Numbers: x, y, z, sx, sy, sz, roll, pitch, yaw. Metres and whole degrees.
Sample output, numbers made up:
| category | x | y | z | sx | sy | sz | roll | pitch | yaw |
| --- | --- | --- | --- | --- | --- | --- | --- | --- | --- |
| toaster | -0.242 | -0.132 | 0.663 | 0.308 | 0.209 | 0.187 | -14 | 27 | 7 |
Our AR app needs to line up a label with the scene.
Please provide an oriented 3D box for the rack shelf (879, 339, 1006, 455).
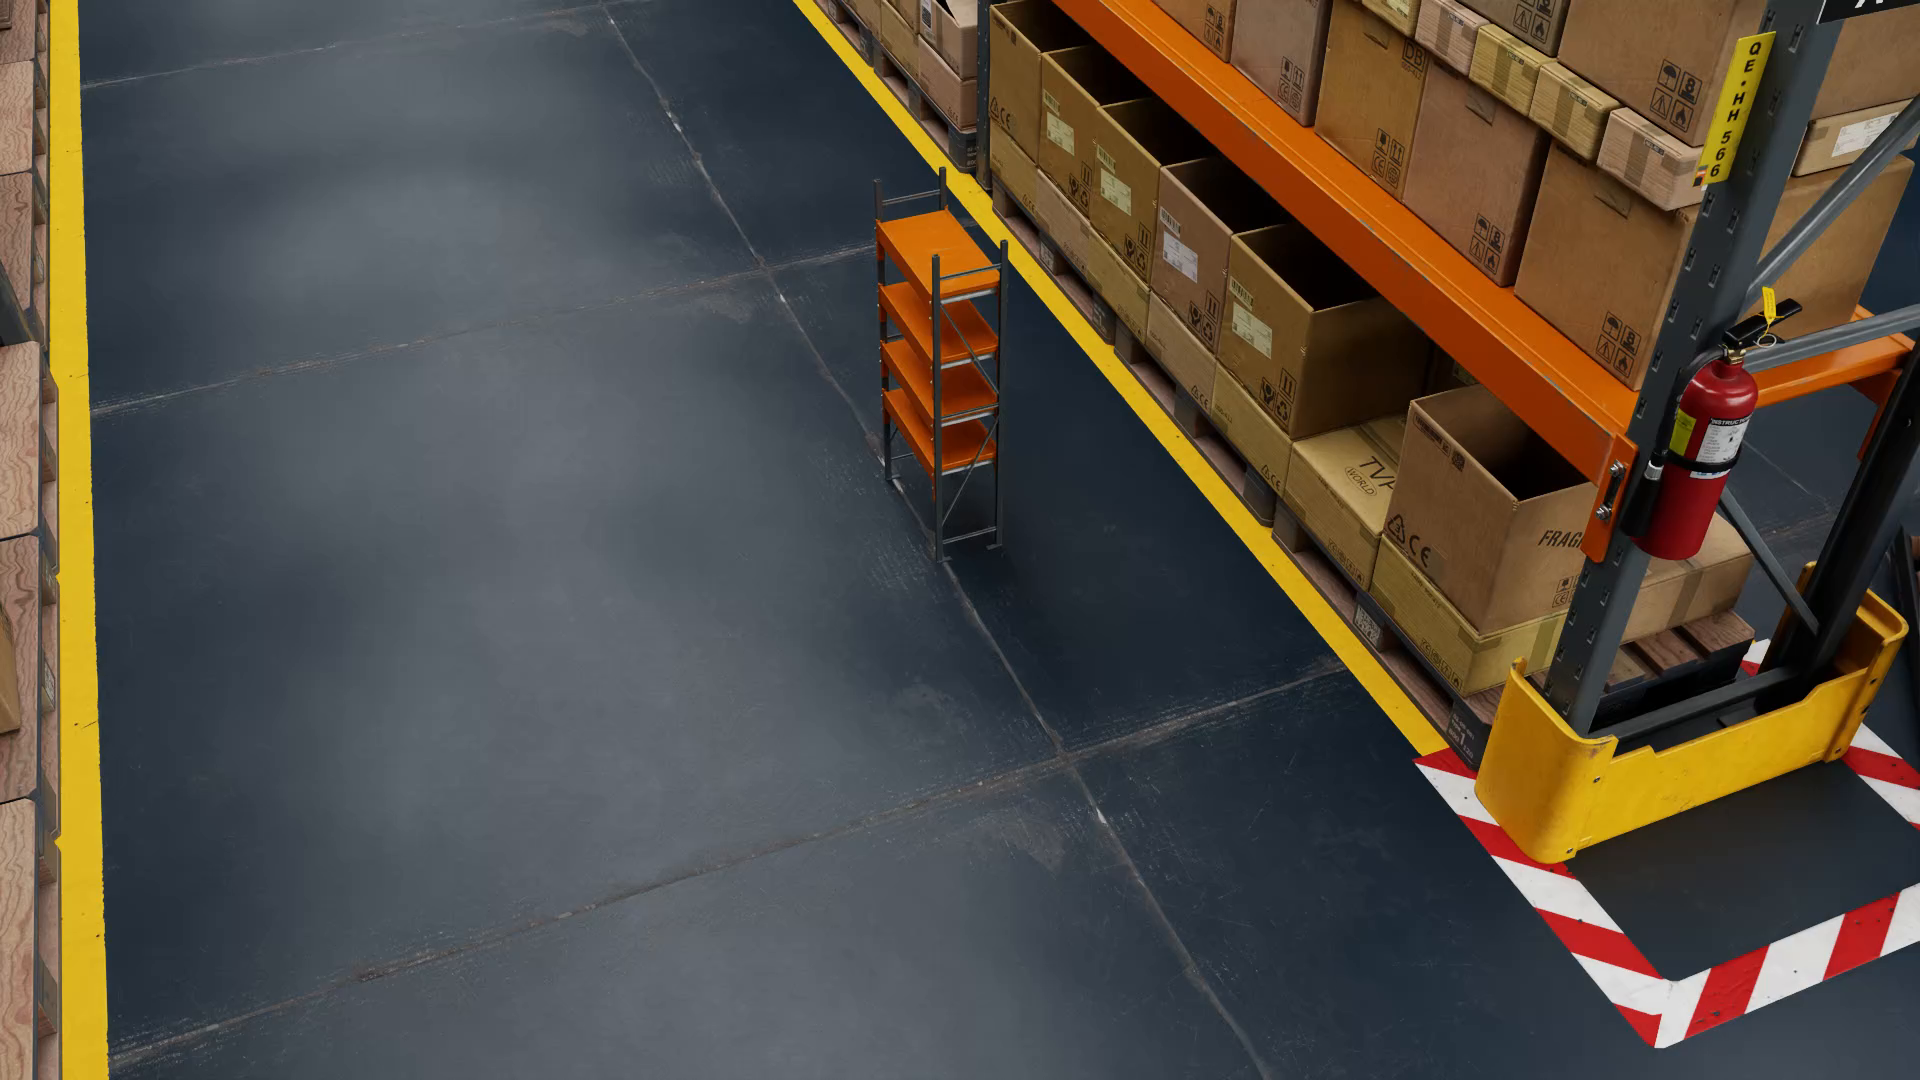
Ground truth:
| category | x | y | z | sx | sy | sz | roll | pitch | yaw |
| --- | --- | --- | --- | --- | --- | --- | --- | --- | --- |
| rack shelf | -0.063 | -0.504 | 5.519 | 0.258 | 0.148 | 0.480 | -15 | 43 | -17 |

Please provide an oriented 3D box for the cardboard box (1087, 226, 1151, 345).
| category | x | y | z | sx | sy | sz | roll | pitch | yaw |
| --- | --- | --- | --- | --- | --- | --- | --- | --- | --- |
| cardboard box | 0.828 | -1.041 | 6.446 | 0.500 | 0.250 | 0.500 | -15 | 43 | -17 |

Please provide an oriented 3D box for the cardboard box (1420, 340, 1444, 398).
| category | x | y | z | sx | sy | sz | roll | pitch | yaw |
| --- | --- | --- | --- | --- | --- | --- | --- | --- | --- |
| cardboard box | 1.693 | -0.853 | 5.652 | 0.500 | 0.500 | 0.500 | -15 | 43 | -17 |

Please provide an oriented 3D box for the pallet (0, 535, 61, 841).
| category | x | y | z | sx | sy | sz | roll | pitch | yaw |
| --- | --- | --- | --- | --- | --- | --- | --- | --- | --- |
| pallet | -3.257 | 0.543 | 4.956 | 1.003 | 0.211 | 1.213 | -15 | 43 | -17 |

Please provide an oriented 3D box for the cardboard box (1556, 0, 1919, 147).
| category | x | y | z | sx | sy | sz | roll | pitch | yaw |
| --- | --- | --- | --- | --- | --- | --- | --- | --- | --- |
| cardboard box | 1.901 | -1.320 | 3.913 | 0.700 | 0.500 | 0.500 | -15 | 43 | -17 |

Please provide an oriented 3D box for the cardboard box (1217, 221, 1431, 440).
| category | x | y | z | sx | sy | sz | roll | pitch | yaw |
| --- | --- | --- | --- | --- | --- | --- | --- | --- | --- |
| cardboard box | 1.212 | -0.723 | 5.502 | 0.500 | 0.500 | 0.500 | -15 | 43 | -17 |

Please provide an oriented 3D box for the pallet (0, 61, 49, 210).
| category | x | y | z | sx | sy | sz | roll | pitch | yaw |
| --- | --- | --- | --- | --- | --- | --- | --- | --- | --- |
| pallet | -4.787 | -1.793 | 7.673 | 1.003 | 0.211 | 1.213 | -15 | 43 | -17 |

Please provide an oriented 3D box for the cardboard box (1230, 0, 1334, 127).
| category | x | y | z | sx | sy | sz | roll | pitch | yaw |
| --- | --- | --- | --- | --- | --- | --- | --- | --- | --- |
| cardboard box | 1.327 | -1.728 | 5.383 | 0.700 | 0.500 | 0.500 | -14 | 43 | -16 |

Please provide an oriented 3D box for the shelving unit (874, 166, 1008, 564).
| category | x | y | z | sx | sy | sz | roll | pitch | yaw |
| --- | --- | --- | --- | --- | --- | --- | --- | --- | --- |
| shelving unit | -0.063 | -0.555 | 5.475 | 0.258 | 1.200 | 0.503 | -15 | 43 | -17 |

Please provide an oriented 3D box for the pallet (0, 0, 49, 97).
| category | x | y | z | sx | sy | sz | roll | pitch | yaw |
| --- | --- | --- | --- | --- | --- | --- | --- | --- | --- |
| pallet | -5.250 | -2.527 | 8.527 | 1.003 | 0.211 | 1.213 | -15 | 43 | -17 |

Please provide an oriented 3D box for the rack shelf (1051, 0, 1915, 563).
| category | x | y | z | sx | sy | sz | roll | pitch | yaw |
| --- | --- | --- | --- | --- | --- | --- | --- | --- | --- |
| rack shelf | 1.323 | -1.406 | 5.637 | 1.077 | 0.370 | 4.000 | -15 | 43 | -17 |

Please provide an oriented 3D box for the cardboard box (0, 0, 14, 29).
| category | x | y | z | sx | sy | sz | roll | pitch | yaw |
| --- | --- | --- | --- | --- | --- | --- | --- | --- | --- |
| cardboard box | -5.224 | -2.854 | 8.348 | 0.700 | 0.500 | 0.500 | -15 | 43 | -16 |

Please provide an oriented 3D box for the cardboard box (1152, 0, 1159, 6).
| category | x | y | z | sx | sy | sz | roll | pitch | yaw |
| --- | --- | --- | --- | --- | --- | --- | --- | --- | --- |
| cardboard box | 0.941 | -2.340 | 6.094 | 0.700 | 0.500 | 0.500 | -16 | 43 | -17 |

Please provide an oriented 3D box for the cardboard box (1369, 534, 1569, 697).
| category | x | y | z | sx | sy | sz | roll | pitch | yaw |
| --- | --- | --- | --- | --- | --- | --- | --- | --- | --- |
| cardboard box | 1.610 | 0.160 | 5.050 | 0.500 | 0.250 | 0.500 | -15 | 43 | -17 |

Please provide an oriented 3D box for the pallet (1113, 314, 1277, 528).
| category | x | y | z | sx | sy | sz | roll | pitch | yaw |
| --- | --- | --- | --- | --- | --- | --- | --- | --- | --- |
| pallet | 1.294 | -0.601 | 6.287 | 1.003 | 0.211 | 1.213 | -15 | 43 | -17 |

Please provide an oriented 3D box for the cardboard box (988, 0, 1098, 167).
| category | x | y | z | sx | sy | sz | roll | pitch | yaw |
| --- | --- | --- | --- | --- | --- | --- | --- | --- | --- |
| cardboard box | 0.446 | -1.927 | 6.902 | 0.500 | 0.500 | 0.500 | -15 | 43 | -17 |

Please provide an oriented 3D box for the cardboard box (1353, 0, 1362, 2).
| category | x | y | z | sx | sy | sz | roll | pitch | yaw |
| --- | --- | --- | --- | --- | --- | --- | --- | --- | --- |
| cardboard box | 1.269 | -1.720 | 4.876 | 0.380 | 0.149 | 0.250 | -14 | 43 | -16 |

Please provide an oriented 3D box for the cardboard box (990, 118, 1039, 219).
| category | x | y | z | sx | sy | sz | roll | pitch | yaw |
| --- | --- | --- | --- | --- | --- | --- | --- | --- | --- |
| cardboard box | 0.455 | -1.646 | 7.150 | 0.500 | 0.250 | 0.500 | -15 | 43 | -17 |

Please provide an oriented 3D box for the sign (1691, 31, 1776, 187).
| category | x | y | z | sx | sy | sz | roll | pitch | yaw |
| --- | --- | --- | --- | --- | --- | --- | --- | --- | --- |
| sign | 1.582 | -0.876 | 3.399 | 0.100 | 0.325 | 0.005 | -15 | 43 | -17 |

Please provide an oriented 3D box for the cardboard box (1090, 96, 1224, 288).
| category | x | y | z | sx | sy | sz | roll | pitch | yaw |
| --- | --- | --- | --- | --- | --- | --- | --- | --- | --- |
| cardboard box | 0.829 | -1.325 | 6.202 | 0.500 | 0.500 | 0.500 | -15 | 43 | -17 |

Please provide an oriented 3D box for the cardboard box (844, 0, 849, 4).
| category | x | y | z | sx | sy | sz | roll | pitch | yaw |
| --- | --- | --- | --- | --- | --- | --- | --- | --- | --- |
| cardboard box | -0.450 | -3.098 | 8.839 | 0.500 | 0.250 | 0.500 | -14 | 43 | -16 |

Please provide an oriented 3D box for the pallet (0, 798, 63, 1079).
| category | x | y | z | sx | sy | sz | roll | pitch | yaw |
| --- | --- | --- | --- | --- | --- | --- | --- | --- | --- |
| pallet | -2.794 | 1.277 | 4.103 | 1.003 | 0.211 | 1.213 | -15 | 43 | -17 |

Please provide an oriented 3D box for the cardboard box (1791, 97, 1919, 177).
| category | x | y | z | sx | sy | sz | roll | pitch | yaw |
| --- | --- | --- | --- | --- | --- | --- | --- | --- | --- |
| cardboard box | 2.137 | -1.048 | 4.094 | 0.380 | 0.149 | 0.250 | -15 | 43 | -17 |

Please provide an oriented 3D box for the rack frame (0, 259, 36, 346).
| category | x | y | z | sx | sy | sz | roll | pitch | yaw |
| --- | --- | --- | --- | --- | --- | --- | --- | --- | --- |
| rack frame | -4.017 | -1.646 | 5.363 | 1.000 | 3.000 | 0.127 | -15 | 43 | -17 |

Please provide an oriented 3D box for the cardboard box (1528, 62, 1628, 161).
| category | x | y | z | sx | sy | sz | roll | pitch | yaw |
| --- | --- | --- | --- | --- | --- | --- | --- | --- | --- |
| cardboard box | 1.665 | -1.098 | 4.152 | 0.380 | 0.149 | 0.250 | -14 | 43 | -16 |

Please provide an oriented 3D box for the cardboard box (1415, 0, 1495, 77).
| category | x | y | z | sx | sy | sz | roll | pitch | yaw |
| --- | --- | --- | --- | --- | --- | --- | --- | --- | --- |
| cardboard box | 1.473 | -1.404 | 4.508 | 0.380 | 0.149 | 0.250 | -15 | 43 | -16 |

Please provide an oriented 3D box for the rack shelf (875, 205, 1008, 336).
| category | x | y | z | sx | sy | sz | roll | pitch | yaw |
| --- | --- | --- | --- | --- | --- | --- | --- | --- | --- |
| rack shelf | -0.063 | -0.853 | 5.219 | 0.258 | 0.148 | 0.480 | -15 | 43 | -17 |

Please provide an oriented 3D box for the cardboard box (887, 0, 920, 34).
| category | x | y | z | sx | sy | sz | roll | pitch | yaw |
| --- | --- | --- | --- | --- | --- | --- | --- | --- | --- |
| cardboard box | -0.067 | -2.697 | 7.943 | 0.500 | 0.311 | 0.500 | -14 | 43 | -16 |

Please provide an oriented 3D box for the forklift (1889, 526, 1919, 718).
| category | x | y | z | sx | sy | sz | roll | pitch | yaw |
| --- | --- | --- | --- | --- | --- | --- | --- | --- | --- |
| forklift | 3.577 | -0.711 | 4.329 | 1.130 | 2.935 | 3.031 | 12 | 42 | 14 |

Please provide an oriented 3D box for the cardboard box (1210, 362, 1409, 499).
| category | x | y | z | sx | sy | sz | roll | pitch | yaw |
| --- | --- | --- | --- | --- | --- | --- | --- | --- | --- |
| cardboard box | 1.215 | -0.439 | 5.747 | 0.500 | 0.250 | 0.500 | -15 | 43 | -17 |

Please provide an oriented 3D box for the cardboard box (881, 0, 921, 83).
| category | x | y | z | sx | sy | sz | roll | pitch | yaw |
| --- | --- | --- | --- | --- | --- | --- | --- | --- | --- |
| cardboard box | -0.060 | -2.483 | 8.124 | 0.500 | 0.250 | 0.500 | -16 | 43 | -18 |

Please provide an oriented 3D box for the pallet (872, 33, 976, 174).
| category | x | y | z | sx | sy | sz | roll | pitch | yaw |
| --- | --- | --- | --- | --- | --- | --- | --- | --- | --- |
| pallet | 0.240 | -2.261 | 8.217 | 1.003 | 0.211 | 1.213 | -15 | 43 | -17 |

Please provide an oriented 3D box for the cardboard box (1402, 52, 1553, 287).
| category | x | y | z | sx | sy | sz | roll | pitch | yaw |
| --- | --- | --- | --- | --- | --- | --- | --- | --- | --- |
| cardboard box | 1.716 | -1.112 | 4.666 | 0.700 | 0.500 | 0.500 | -14 | 43 | -16 |

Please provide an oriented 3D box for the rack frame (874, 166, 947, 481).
| category | x | y | z | sx | sy | sz | roll | pitch | yaw |
| --- | --- | --- | --- | --- | --- | --- | --- | --- | --- |
| rack frame | -0.157 | -0.702 | 5.646 | 0.240 | 1.200 | 0.015 | -15 | 43 | -17 |
